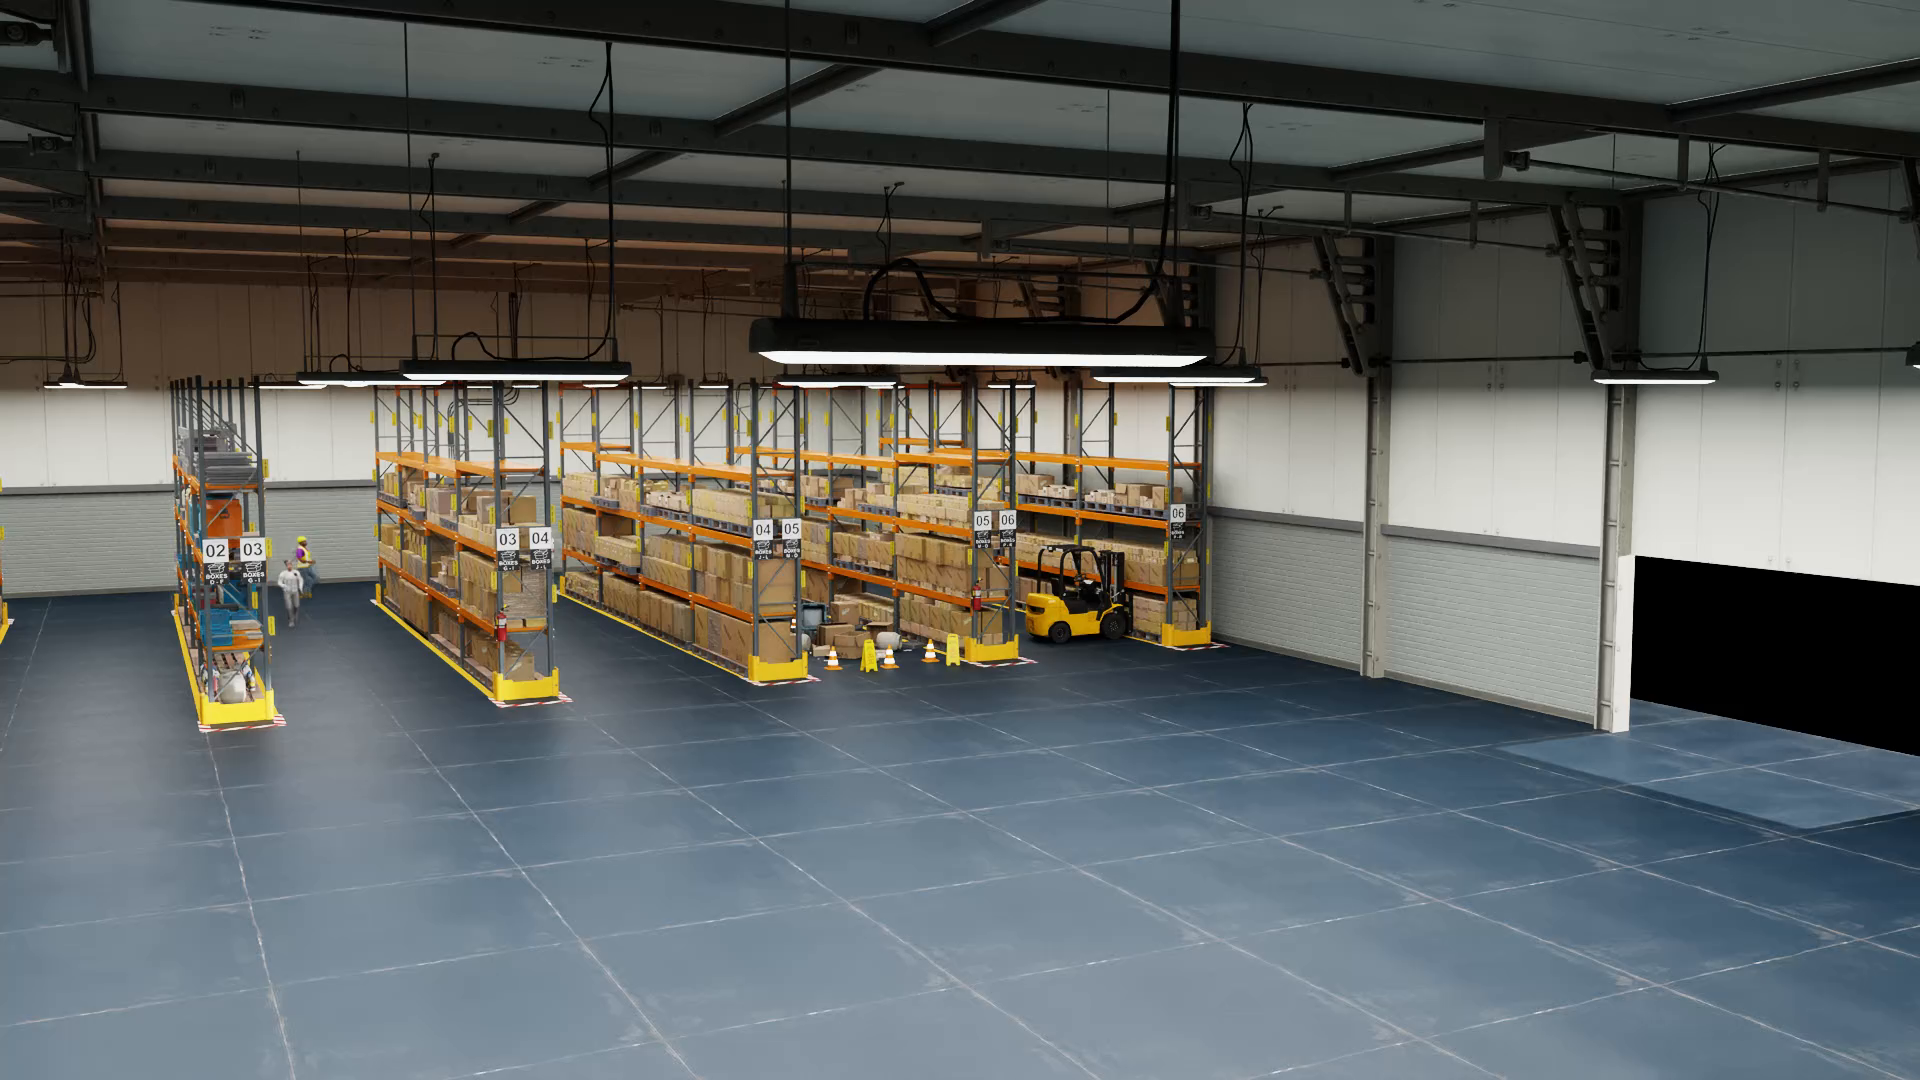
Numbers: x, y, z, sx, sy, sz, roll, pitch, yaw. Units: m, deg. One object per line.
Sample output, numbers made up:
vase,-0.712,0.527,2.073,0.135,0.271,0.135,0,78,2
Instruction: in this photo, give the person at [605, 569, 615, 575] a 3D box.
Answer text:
person,-10.304,0.562,48.642,0.756,1.768,0.606,3,6,28

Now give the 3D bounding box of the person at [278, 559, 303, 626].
person,-16.345,1.285,40.661,0.604,1.659,0.538,-3,6,-28

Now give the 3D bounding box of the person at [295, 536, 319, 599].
person,-18.143,0.772,46.040,0.705,1.769,0.709,0,5,-3

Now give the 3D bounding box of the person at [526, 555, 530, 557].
person,-12.140,0.636,47.681,0.712,1.706,0.611,2,6,23
